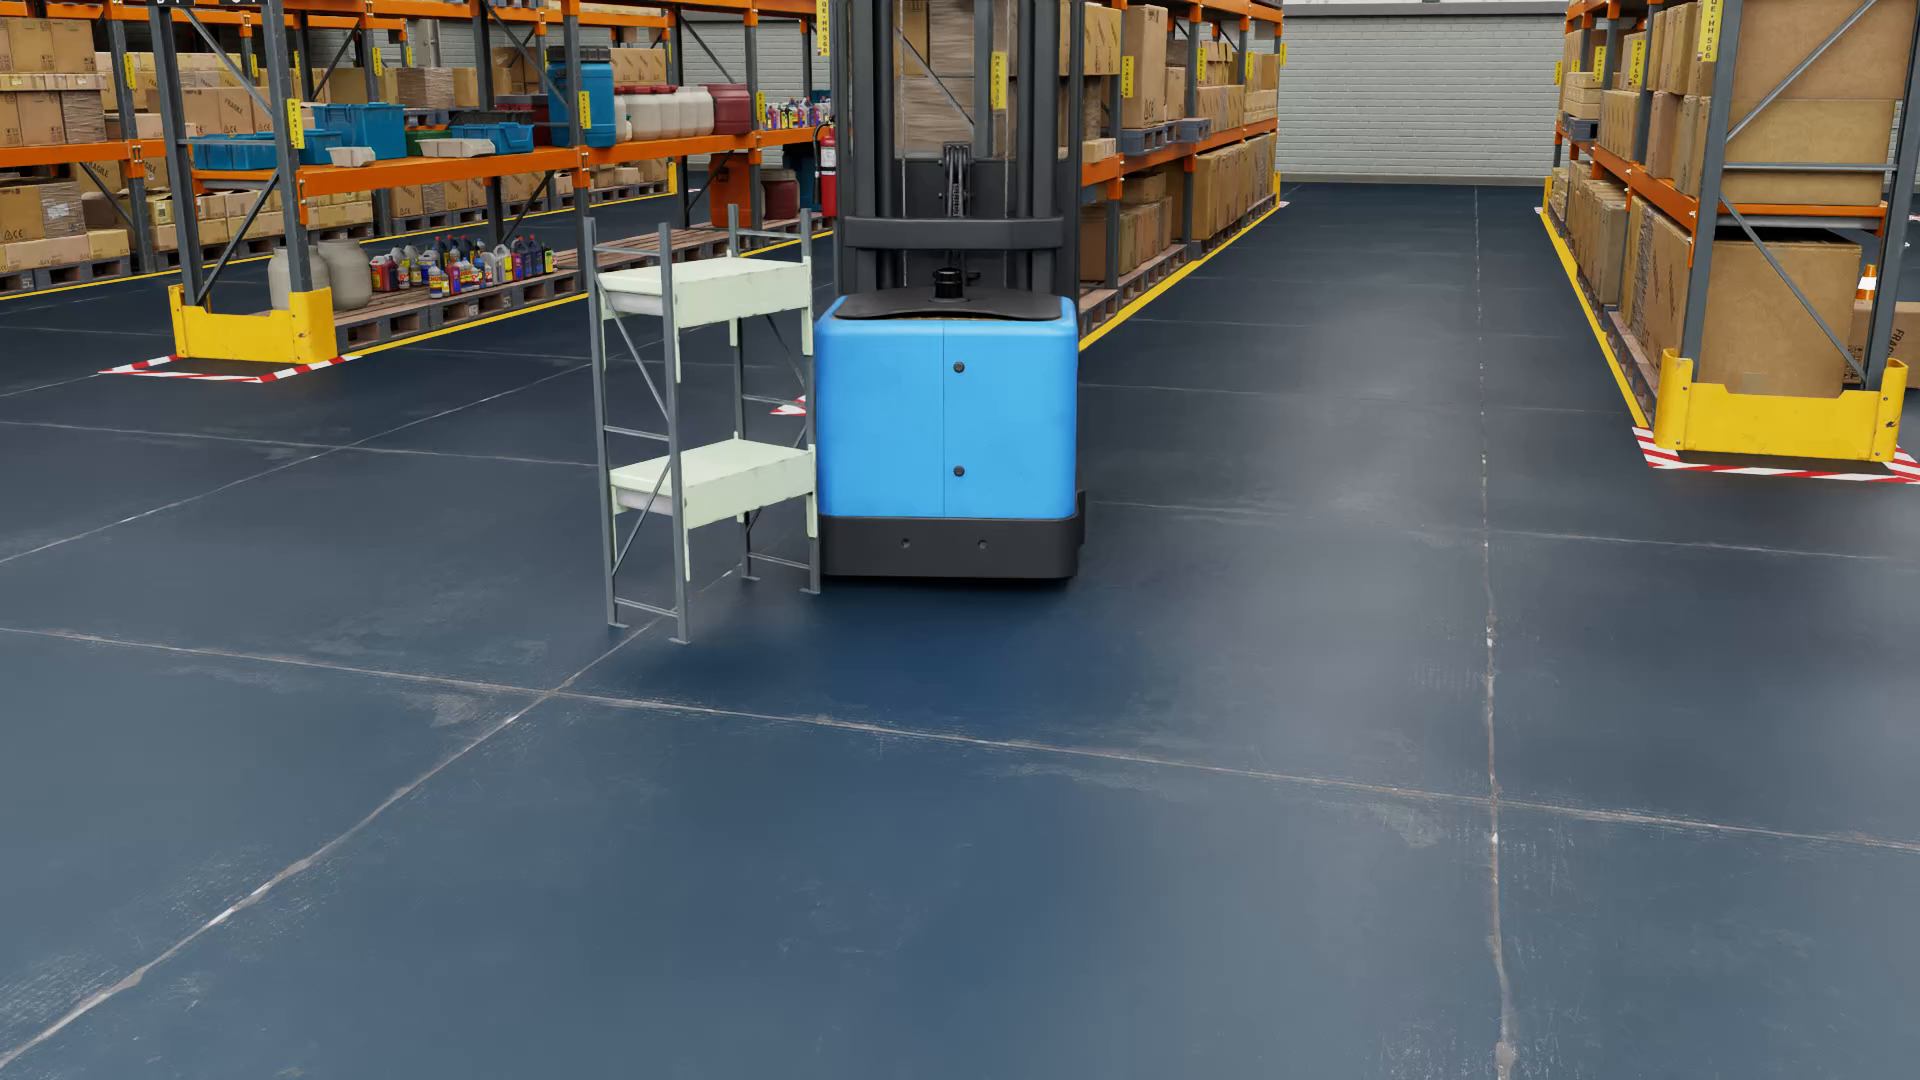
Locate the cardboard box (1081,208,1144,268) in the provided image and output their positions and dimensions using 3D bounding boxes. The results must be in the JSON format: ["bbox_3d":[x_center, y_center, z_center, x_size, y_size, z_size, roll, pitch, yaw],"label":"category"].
[{"bbox_3d":[1.349,-2.843,15.629,0.700,0.500,0.500,3,16,11],"label":"cardboard box"}]

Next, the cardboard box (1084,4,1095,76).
[{"bbox_3d":[0.693,-3.676,12.233,0.500,0.500,0.500,5,16,16],"label":"cardboard box"}]

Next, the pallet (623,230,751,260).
[{"bbox_3d":[-3.028,-3.294,18.556,1.003,0.211,1.213,5,16,16],"label":"pallet"}]

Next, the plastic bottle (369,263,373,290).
[{"bbox_3d":[-4.927,-2.194,13.738,0.061,0.283,0.133,5,17,17],"label":"plastic bottle"}]

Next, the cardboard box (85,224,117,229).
[{"bbox_3d":[-8.816,-3.184,17.328,0.500,0.250,0.500,4,16,15],"label":"cardboard box"}]

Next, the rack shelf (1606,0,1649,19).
[{"bbox_3d":[6.136,-4.614,13.921,1.077,0.370,4.000,5,16,16],"label":"rack shelf"}]

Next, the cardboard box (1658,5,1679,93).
[{"bbox_3d":[5.100,-3.208,10.889,0.875,0.550,0.550,5,16,16],"label":"cardboard box"}]

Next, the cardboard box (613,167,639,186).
[{"bbox_3d":[-5.462,-5.795,26.495,0.500,0.250,0.500,5,16,16],"label":"cardboard box"}]

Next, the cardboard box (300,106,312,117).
[{"bbox_3d":[-7.959,-4.959,19.478,0.500,0.311,0.500,4,16,15],"label":"cardboard box"}]

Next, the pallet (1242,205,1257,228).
[{"bbox_3d":[3.406,-4.349,22.276,1.003,0.211,1.213,5,16,16],"label":"pallet"}]

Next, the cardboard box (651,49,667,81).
[{"bbox_3d":[-5.108,-7.705,26.981,0.500,0.500,0.500,4,16,15],"label":"cardboard box"}]

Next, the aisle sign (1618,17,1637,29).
[{"bbox_3d":[9.287,-7.380,23.086,0.394,0.787,0.004,5,16,16],"label":"aisle sign"}]

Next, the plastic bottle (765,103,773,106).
[{"bbox_3d":[-2.460,-5.428,21.196,0.152,0.276,0.135,5,16,16],"label":"plastic bottle"}]

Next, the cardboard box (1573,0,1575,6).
[{"bbox_3d":[8.318,-7.133,21.759,0.500,0.250,0.500,4,16,14],"label":"cardboard box"}]

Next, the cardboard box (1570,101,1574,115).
[{"bbox_3d":[6.848,-4.693,18.068,0.380,0.149,0.250,4,16,13],"label":"cardboard box"}]

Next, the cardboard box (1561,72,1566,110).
[{"bbox_3d":[8.458,-6.086,22.562,0.500,0.500,0.500,5,16,16],"label":"cardboard box"}]

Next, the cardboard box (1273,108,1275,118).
[{"bbox_3d":[4.394,-6.237,24.280,0.380,0.149,0.250,5,17,16],"label":"cardboard box"}]

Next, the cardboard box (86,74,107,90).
[{"bbox_3d":[-8.527,-4.446,16.137,0.380,0.149,0.250,5,16,16],"label":"cardboard box"}]

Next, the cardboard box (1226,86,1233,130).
[{"bbox_3d":[2.955,-5.136,19.757,0.500,0.500,0.500,4,16,15],"label":"cardboard box"}]

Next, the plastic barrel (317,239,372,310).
[{"bbox_3d":[-4.788,-2.057,12.873,0.421,0.512,0.421,0,16,0],"label":"plastic barrel"}]

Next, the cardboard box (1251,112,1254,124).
[{"bbox_3d":[3.667,-5.566,21.917,0.380,0.149,0.250,5,17,18],"label":"cardboard box"}]

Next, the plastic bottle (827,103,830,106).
[{"bbox_3d":[-1.683,-5.466,21.332,0.152,0.276,0.135,5,16,16],"label":"plastic bottle"}]

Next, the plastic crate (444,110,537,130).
[{"bbox_3d":[-4.178,-3.632,14.751,0.767,0.338,0.504,5,16,16],"label":"plastic crate"}]

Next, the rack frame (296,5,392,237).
[{"bbox_3d":[-7.519,-5.220,20.238,1.000,3.000,0.127,5,16,16],"label":"rack frame"}]

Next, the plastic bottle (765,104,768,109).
[{"bbox_3d":[-2.436,-5.335,20.878,0.097,0.271,0.097,0,16,0],"label":"plastic bottle"}]

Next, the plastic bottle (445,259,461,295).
[{"bbox_3d":[-4.148,-2.155,13.602,0.061,0.283,0.133,5,17,17],"label":"plastic bottle"}]

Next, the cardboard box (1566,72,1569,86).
[{"bbox_3d":[7.289,-5.387,19.424,0.380,0.149,0.250,6,17,19],"label":"cardboard box"}]

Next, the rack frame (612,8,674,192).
[{"bbox_3d":[-5.245,-7.313,27.617,1.000,3.000,0.127,5,16,16],"label":"rack frame"}]

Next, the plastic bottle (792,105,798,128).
[{"bbox_3d":[-2.016,-5.132,20.160,0.097,0.271,0.097,0,16,0],"label":"plastic bottle"}]

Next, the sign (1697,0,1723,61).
[{"bbox_3d":[3.915,-2.664,8.668,0.100,0.325,0.005,5,16,16],"label":"sign"}]

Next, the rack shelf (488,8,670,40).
[{"bbox_3d":[-5.814,-7.887,25.461,1.077,0.370,4.000,5,16,16],"label":"rack shelf"}]

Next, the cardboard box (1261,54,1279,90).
[{"bbox_3d":[4.365,-6.828,24.261,0.500,0.500,0.500,5,17,17],"label":"cardboard box"}]

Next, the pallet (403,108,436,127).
[{"bbox_3d":[-7.393,-5.311,20.908,1.213,0.211,1.003,5,16,16],"label":"pallet"}]

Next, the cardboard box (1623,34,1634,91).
[{"bbox_3d":[6.425,-4.320,15.048,0.700,0.500,0.500,4,16,15],"label":"cardboard box"}]

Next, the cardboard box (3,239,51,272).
[{"bbox_3d":[-8.857,-2.653,15.455,0.500,0.250,0.500,5,16,16],"label":"cardboard box"}]

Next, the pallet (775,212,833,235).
[{"bbox_3d":[-2.238,-4.021,21.121,1.003,0.211,1.213,5,16,16],"label":"pallet"}]

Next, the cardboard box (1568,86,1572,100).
[{"bbox_3d":[7.070,-5.040,18.747,0.380,0.149,0.250,4,16,13],"label":"cardboard box"}]

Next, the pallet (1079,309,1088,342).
[{"bbox_3d":[0.339,-1.565,12.459,1.003,0.211,1.213,5,16,16],"label":"pallet"}]

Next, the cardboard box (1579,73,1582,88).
[{"bbox_3d":[6.552,-4.705,17.022,0.380,0.149,0.250,5,17,18],"label":"cardboard box"}]

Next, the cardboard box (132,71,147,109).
[{"bbox_3d":[-11.586,-6.178,22.848,0.500,0.500,0.500,5,16,16],"label":"cardboard box"}]

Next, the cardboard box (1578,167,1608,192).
[{"bbox_3d":[6.940,-3.864,17.894,0.500,0.250,0.500,5,17,17],"label":"cardboard box"}]

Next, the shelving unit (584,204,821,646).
[{"bbox_3d":[-0.932,-0.456,6.188,0.431,1.500,0.755,11,19,34],"label":"shelving unit"}]

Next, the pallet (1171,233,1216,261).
[{"bbox_3d":[2.274,-3.310,18.613,1.003,0.211,1.213,5,16,16],"label":"pallet"}]

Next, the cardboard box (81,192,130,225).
[{"bbox_3d":[-8.815,-3.451,17.241,0.500,0.311,0.500,5,16,16],"label":"cardboard box"}]

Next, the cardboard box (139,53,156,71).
[{"bbox_3d":[-11.464,-6.670,23.208,0.500,0.250,0.500,4,16,15],"label":"cardboard box"}]

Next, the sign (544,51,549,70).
[{"bbox_3d":[-5.849,-6.782,23.621,0.100,0.325,0.005,5,16,16],"label":"sign"}]

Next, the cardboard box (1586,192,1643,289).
[{"bbox_3d":[5.936,-2.535,14.123,1.050,0.750,0.750,5,16,16],"label":"cardboard box"}]

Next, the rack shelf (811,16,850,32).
[{"bbox_3d":[-1.066,-7.502,24.103,1.077,0.370,4.000,5,16,16],"label":"rack shelf"}]

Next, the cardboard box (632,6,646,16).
[{"bbox_3d":[-5.291,-8.400,26.224,0.500,0.250,0.500,5,16,16],"label":"cardboard box"}]

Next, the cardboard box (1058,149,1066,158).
[{"bbox_3d":[0.533,-2.678,11.736,0.380,0.149,0.250,5,16,16],"label":"cardboard box"}]

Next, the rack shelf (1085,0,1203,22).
[{"bbox_3d":[1.410,-5.025,15.370,1.077,0.370,4.000,5,16,16],"label":"rack shelf"}]

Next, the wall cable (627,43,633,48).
[{"bbox_3d":[-8.046,-10.541,33.692,3.097,2.526,0.112,5,16,16],"label":"wall cable"}]

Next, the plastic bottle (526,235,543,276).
[{"bbox_3d":[-3.814,-2.535,14.819,0.144,0.351,0.185,4,16,14],"label":"plastic bottle"}]

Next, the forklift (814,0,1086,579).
[{"bbox_3d":[0.007,-1.607,7.623,1.130,2.935,3.031,1,16,3],"label":"forklift"}]

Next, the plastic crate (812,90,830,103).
[{"bbox_3d":[-1.828,-6.052,23.087,0.392,0.384,0.575,5,16,16],"label":"plastic crate"}]

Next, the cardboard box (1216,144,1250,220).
[{"bbox_3d":[2.952,-4.509,20.852,1.225,0.875,0.875,5,16,16],"label":"cardboard box"}]
